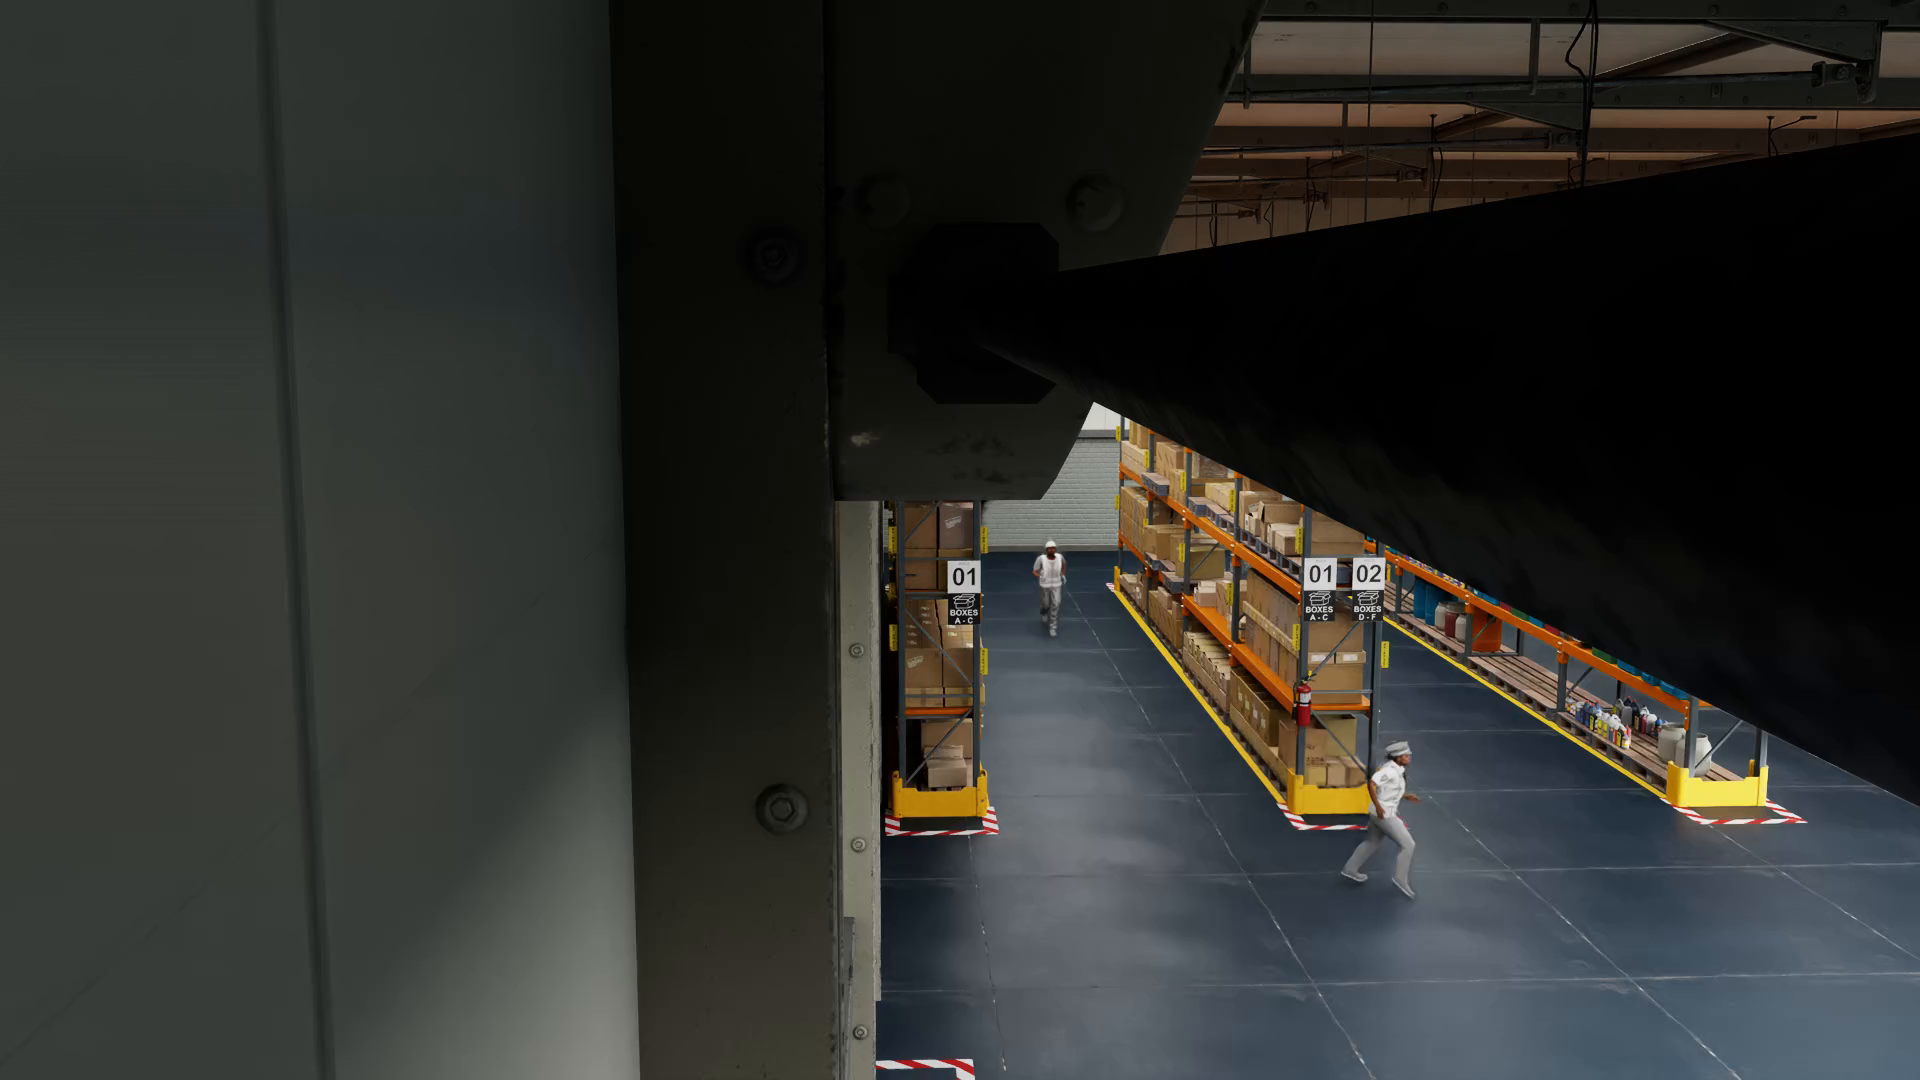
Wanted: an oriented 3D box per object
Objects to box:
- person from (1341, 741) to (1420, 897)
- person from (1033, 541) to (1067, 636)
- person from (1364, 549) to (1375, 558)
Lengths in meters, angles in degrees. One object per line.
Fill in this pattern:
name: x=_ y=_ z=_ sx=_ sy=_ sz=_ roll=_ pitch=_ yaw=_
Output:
person: x=4.512 y=2.971 z=17.853 sx=0.805 sy=1.683 sz=0.616 roll=3 pitch=9 yaw=18
person: x=1.727 y=0.898 z=31.836 sx=0.688 sy=1.797 sz=0.903 roll=-1 pitch=8 yaw=-7
person: x=9.374 y=0.075 z=38.289 sx=0.878 sy=1.579 sz=0.539 roll=1 pitch=8 yaw=10
